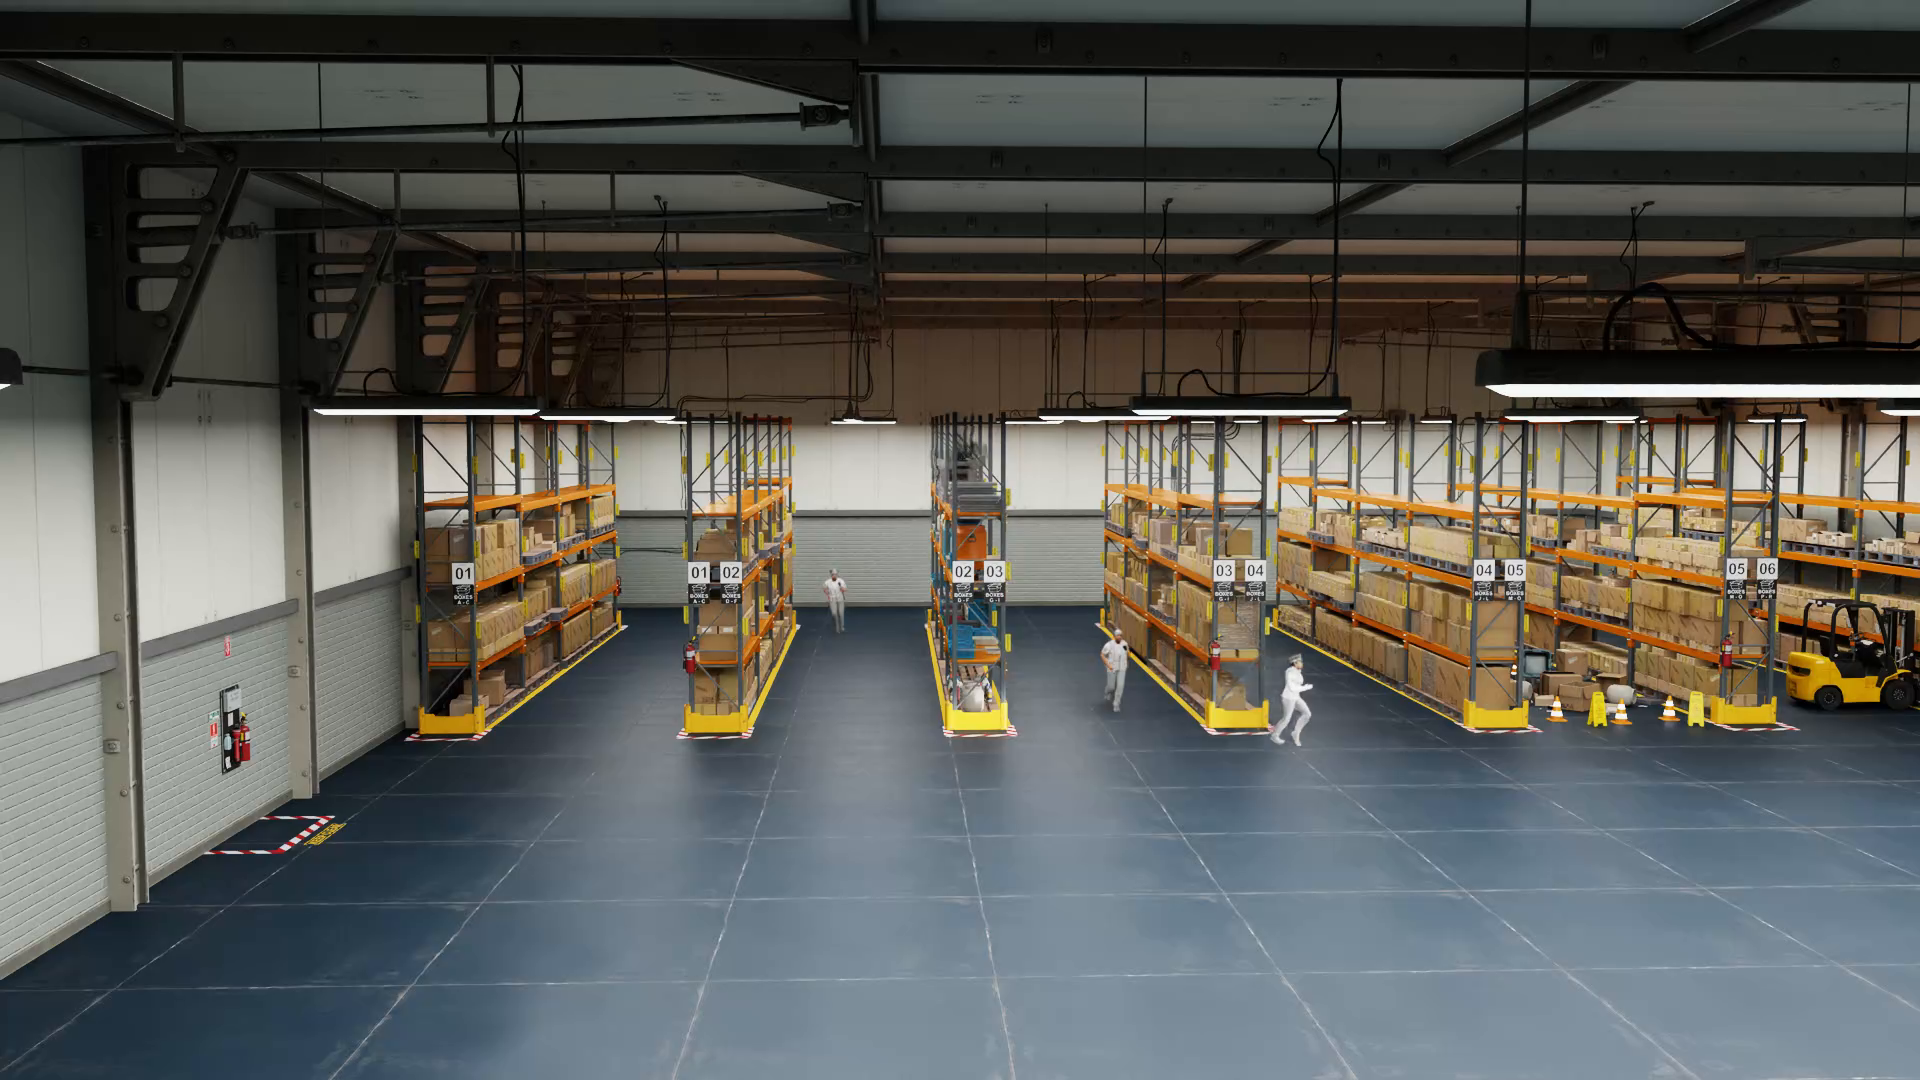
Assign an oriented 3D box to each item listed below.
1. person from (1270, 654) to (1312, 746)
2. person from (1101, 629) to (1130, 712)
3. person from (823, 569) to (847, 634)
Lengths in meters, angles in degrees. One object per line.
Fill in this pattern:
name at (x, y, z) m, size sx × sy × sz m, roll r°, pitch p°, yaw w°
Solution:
person at (5.936, 2.853, 29.744) m, size 0.785 × 1.674 × 0.642 m, roll 2°, pitch 4°, yaw 28°
person at (3.159, 2.625, 33.762) m, size 0.611 × 1.651 × 0.763 m, roll -1°, pitch 4°, yaw -12°
person at (-3.451, 1.722, 46.147) m, size 0.659 × 1.852 × 0.750 m, roll -1°, pitch 4°, yaw -9°
